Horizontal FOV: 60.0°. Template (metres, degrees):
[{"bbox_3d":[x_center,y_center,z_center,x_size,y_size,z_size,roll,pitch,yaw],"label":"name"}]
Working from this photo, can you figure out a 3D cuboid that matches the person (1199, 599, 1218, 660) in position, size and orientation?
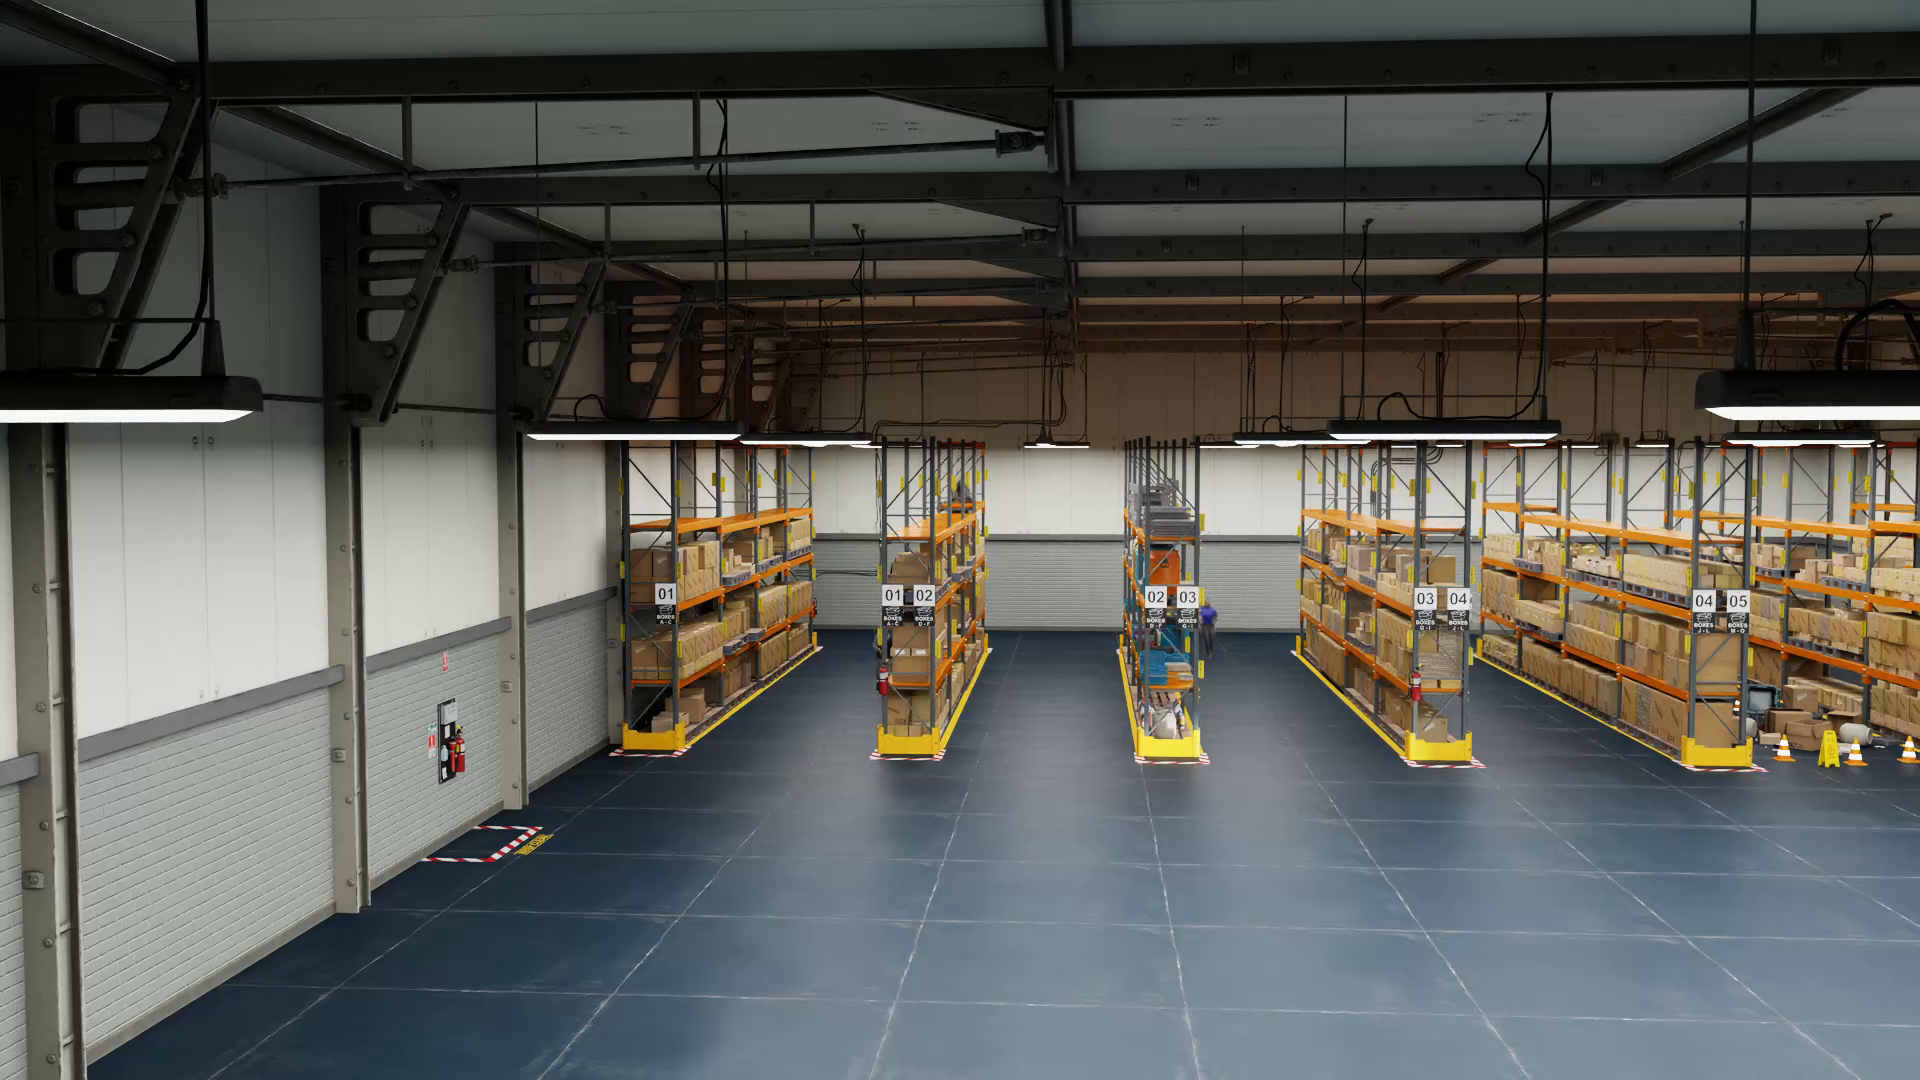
[{"bbox_3d":[6.845,2.455,45.935,0.587,1.653,0.798,0,3,-1],"label":"person"}]

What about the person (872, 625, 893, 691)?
[{"bbox_3d":[-1.746,2.786,39.024,0.643,1.682,0.603,0,3,1],"label":"person"}]

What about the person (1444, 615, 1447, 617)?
[{"bbox_3d":[13.985,2.328,47.057,0.881,1.781,0.730,-1,3,-20],"label":"person"}]

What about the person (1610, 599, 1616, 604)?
[{"bbox_3d":[18.528,2.439,47.092,0.555,1.554,0.522,0,3,-3],"label":"person"}]
